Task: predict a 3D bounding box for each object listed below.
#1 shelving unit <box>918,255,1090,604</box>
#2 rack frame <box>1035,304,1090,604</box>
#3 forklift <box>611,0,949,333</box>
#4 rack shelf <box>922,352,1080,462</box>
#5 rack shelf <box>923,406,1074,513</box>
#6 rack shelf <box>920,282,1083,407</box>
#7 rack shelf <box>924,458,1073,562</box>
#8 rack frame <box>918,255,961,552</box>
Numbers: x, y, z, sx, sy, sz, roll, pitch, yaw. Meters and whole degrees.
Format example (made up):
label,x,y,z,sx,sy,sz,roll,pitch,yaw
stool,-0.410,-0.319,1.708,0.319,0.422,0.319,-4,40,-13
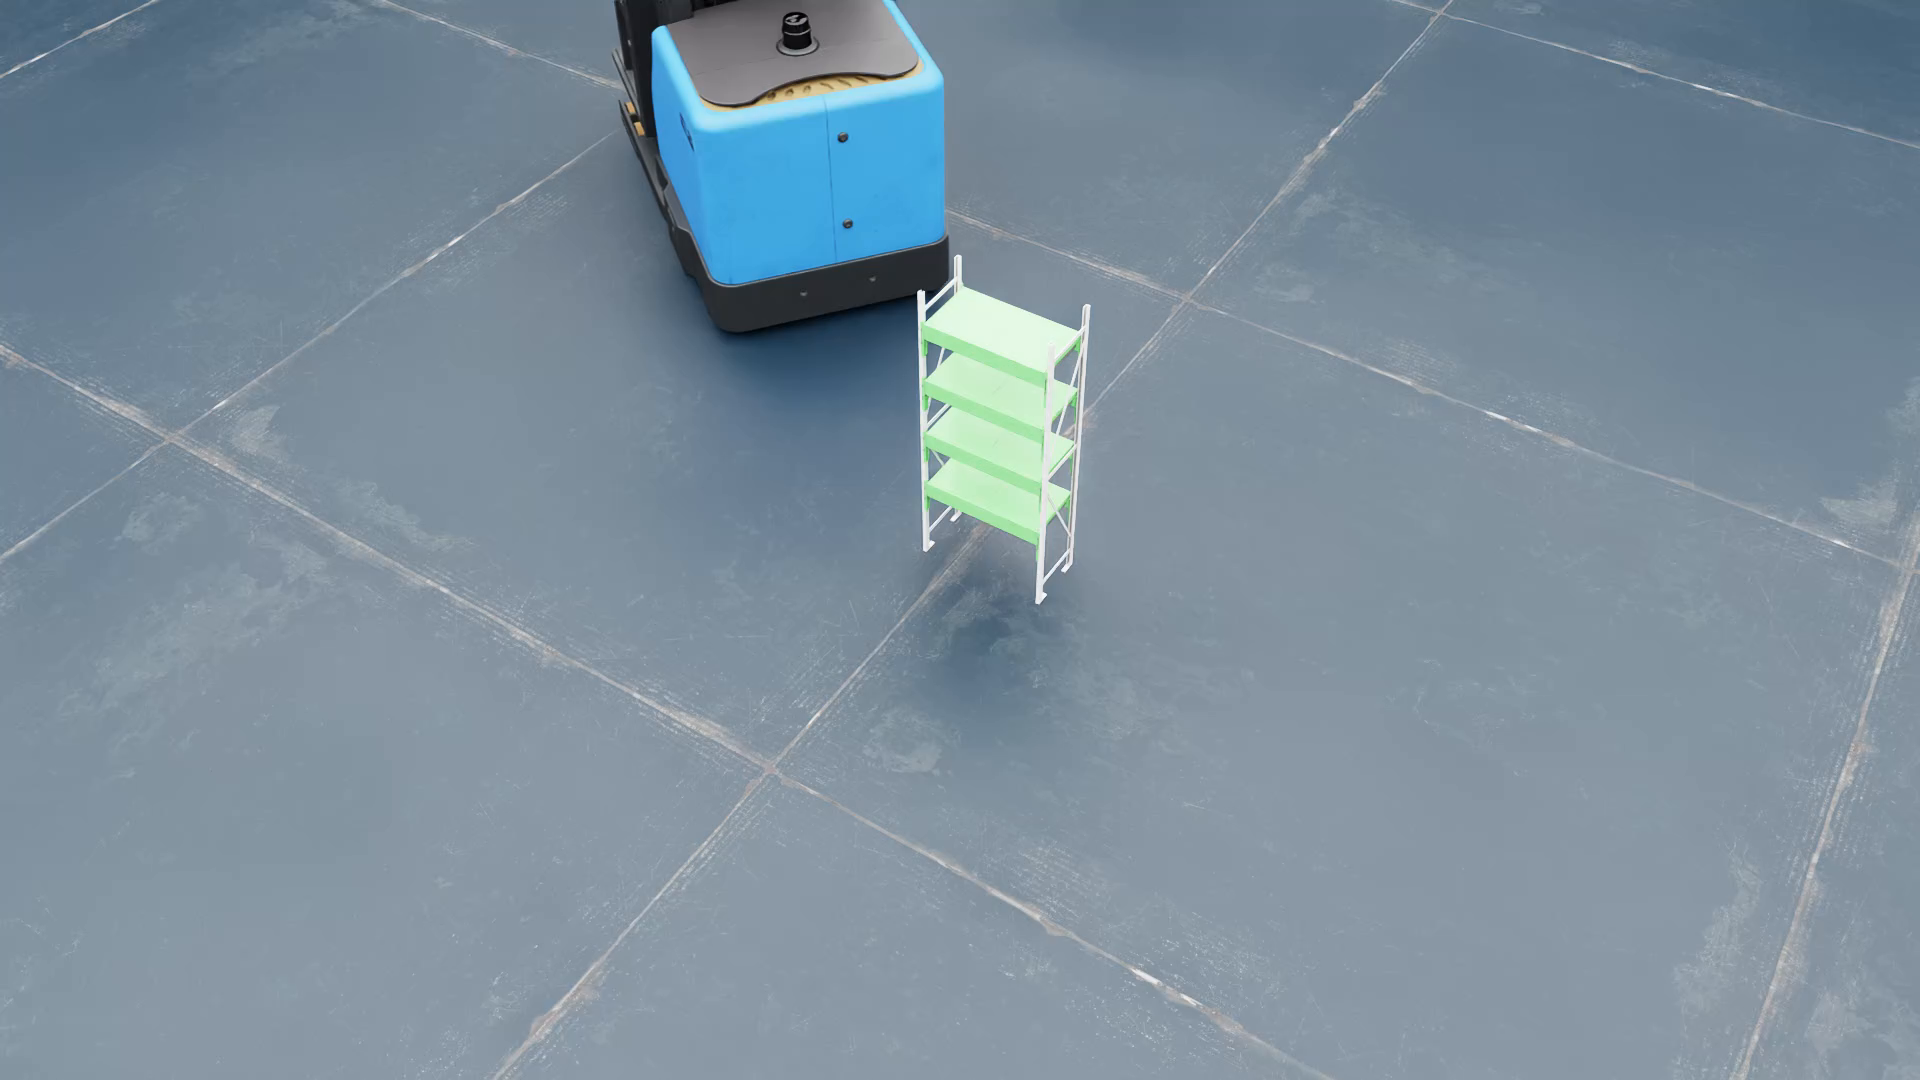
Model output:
label,x,y,z,sx,sy,sz,roll,pitch,yaw
shelving unit,0.139,-0.354,5.757,0.503,1.200,0.258,25,51,22
rack frame,0.345,-0.260,5.666,0.015,1.200,0.240,25,51,22
forklift,-1.025,-2.971,7.093,1.130,2.935,3.031,-15,48,-14
rack shelf,0.139,-0.477,5.631,0.480,0.148,0.258,25,51,22
rack shelf,0.139,-0.310,5.803,0.480,0.148,0.258,25,51,22
rack shelf,0.139,-0.644,5.459,0.480,0.148,0.258,25,51,22
rack shelf,0.139,-0.142,5.975,0.480,0.148,0.258,25,51,22
rack frame,-0.066,-0.449,5.849,0.015,1.200,0.240,25,51,22
